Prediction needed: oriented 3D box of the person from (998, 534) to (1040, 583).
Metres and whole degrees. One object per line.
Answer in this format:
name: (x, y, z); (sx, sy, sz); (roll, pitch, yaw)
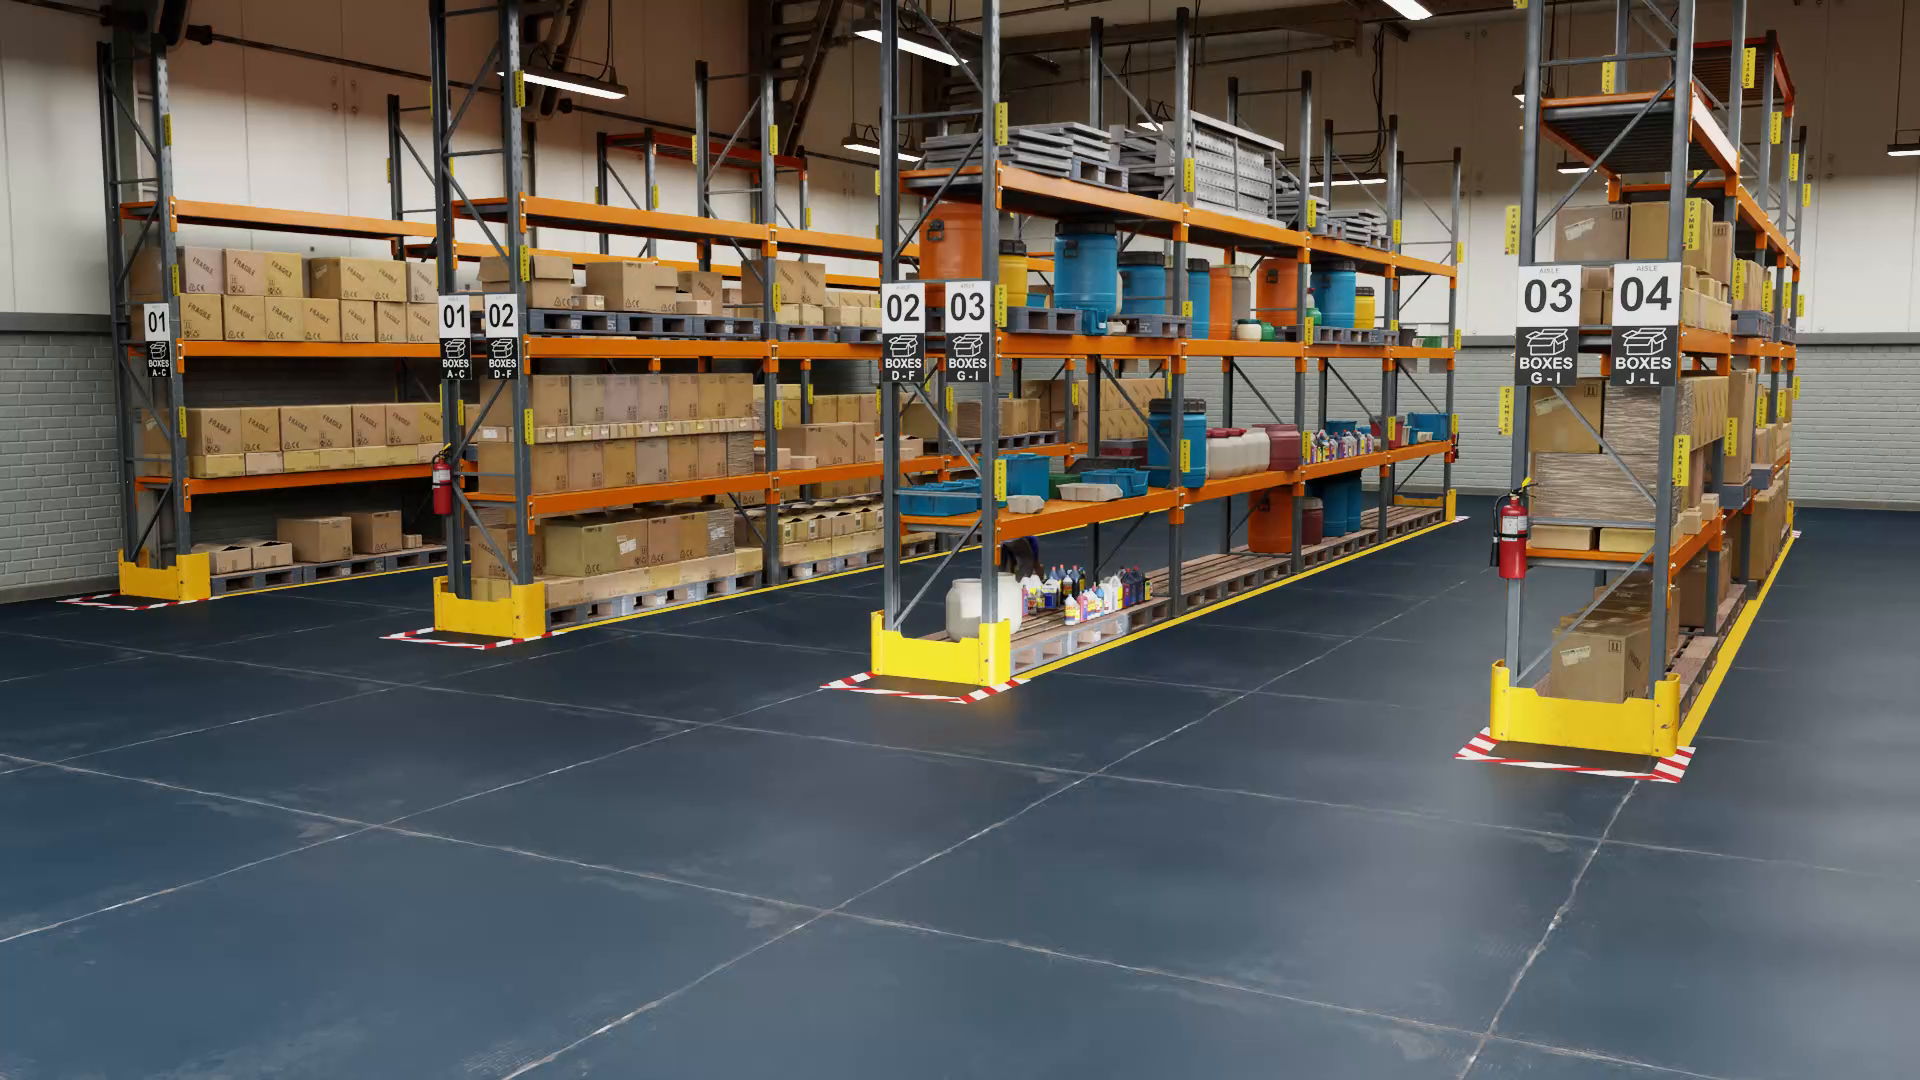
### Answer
person: (0.619, 0.196, 18.324); (0.465, 0.864, 0.866); (3, 7, 26)
